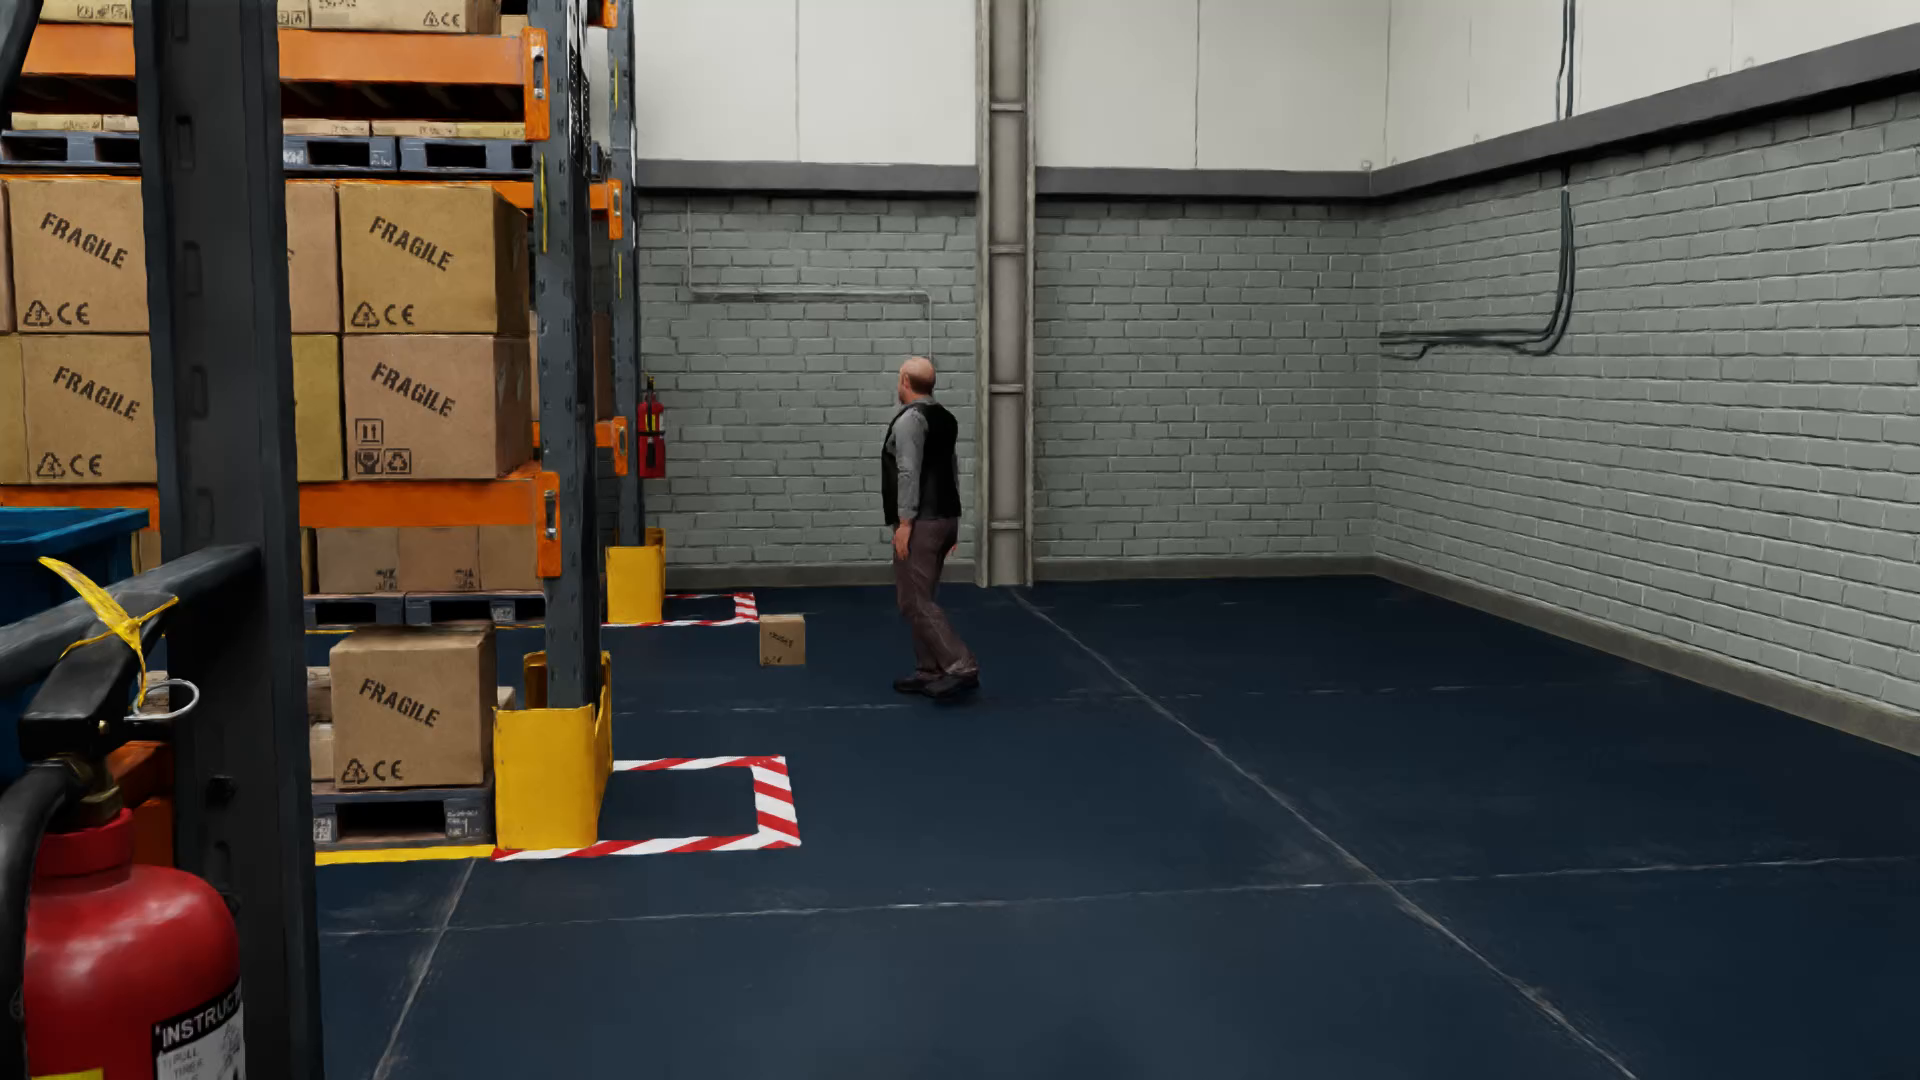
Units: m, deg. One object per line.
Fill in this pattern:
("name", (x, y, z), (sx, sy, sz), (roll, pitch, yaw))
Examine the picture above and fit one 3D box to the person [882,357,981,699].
("person", (-0.118, -0.061, 8.379), (0.547, 1.711, 0.567), (3, 7, 22))
